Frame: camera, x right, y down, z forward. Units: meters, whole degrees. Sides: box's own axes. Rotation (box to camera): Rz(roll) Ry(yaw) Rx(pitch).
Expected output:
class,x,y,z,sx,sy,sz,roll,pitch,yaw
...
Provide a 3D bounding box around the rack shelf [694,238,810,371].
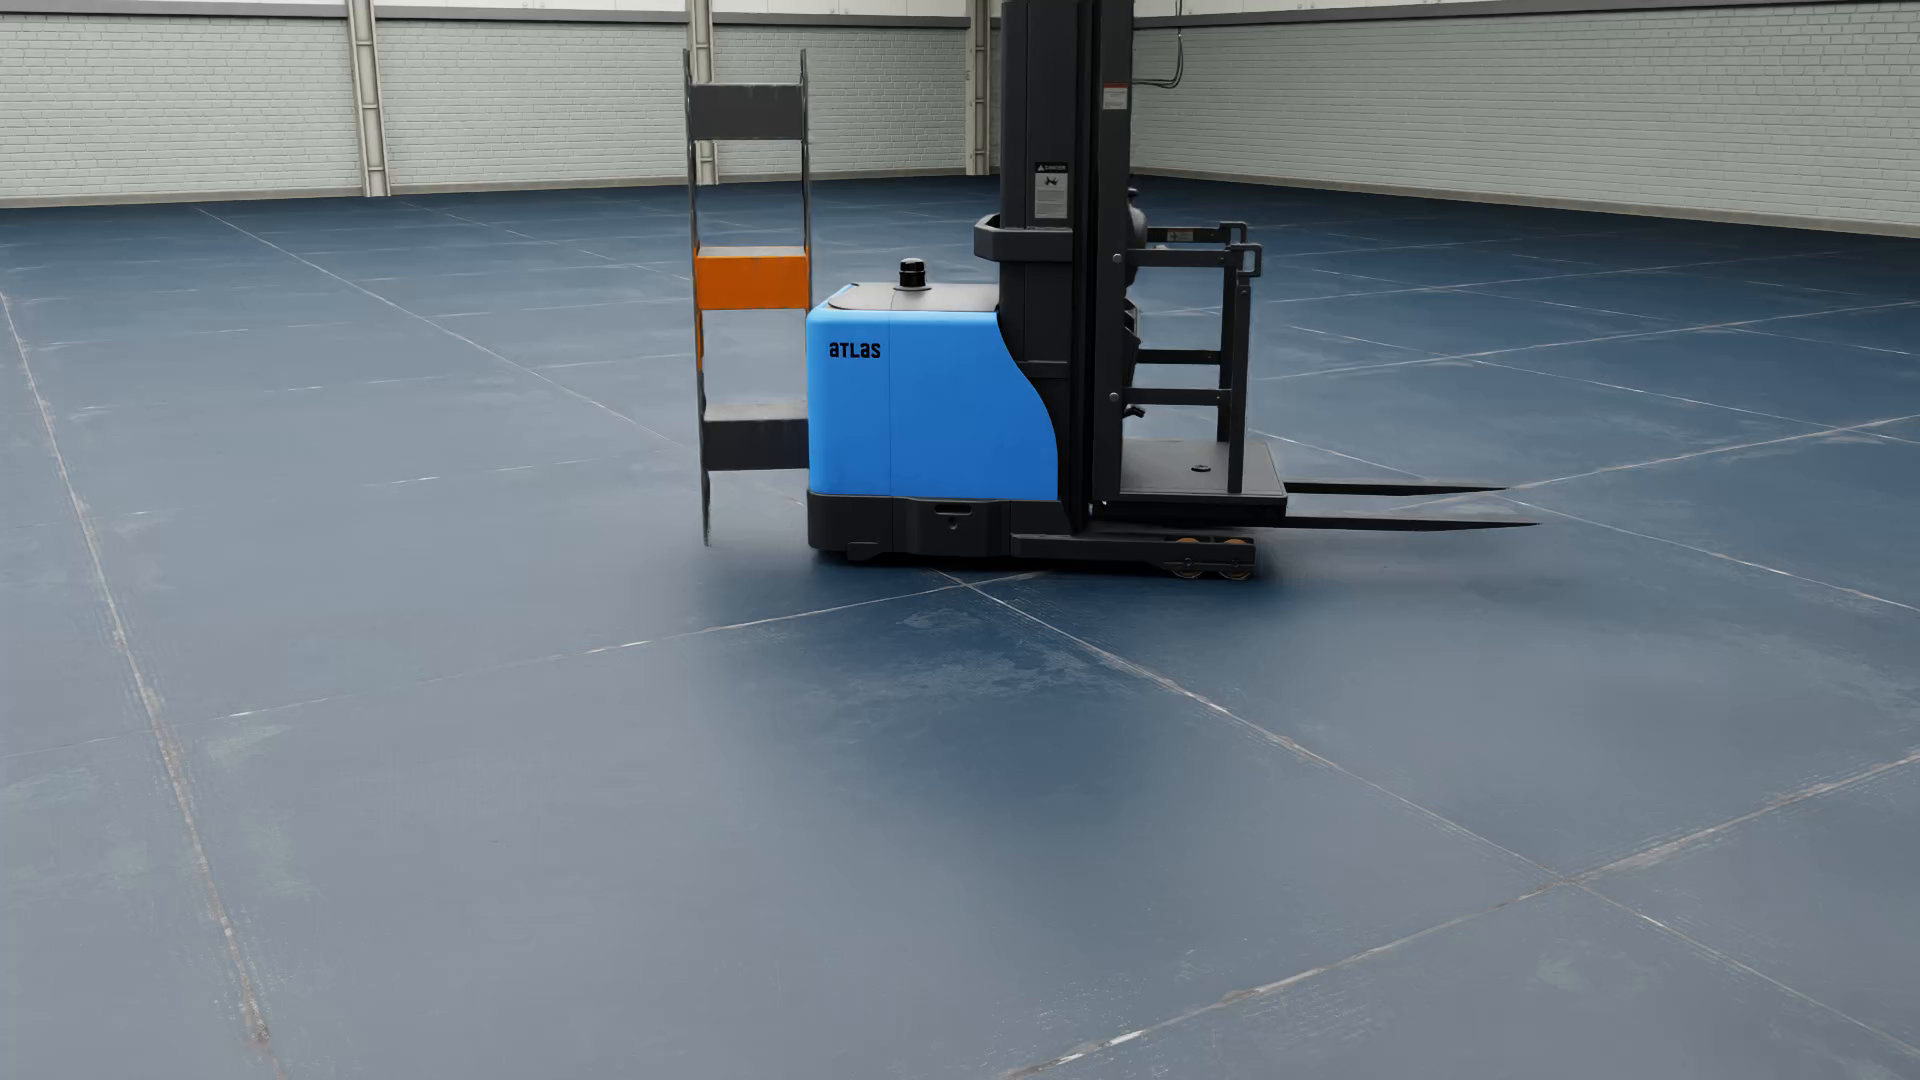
class,x,y,z,sx,sy,sz,roll,pitch,yaw
rack shelf,-0.901,-1.034,7.260,0.480,0.518,0.431,-2,16,-7

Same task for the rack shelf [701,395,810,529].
class,x,y,z,sx,sy,sz,roll,pitch,yaw
rack shelf,-0.901,-0.360,7.449,0.480,0.518,0.431,-2,16,-7

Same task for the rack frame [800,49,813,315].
class,x,y,z,sx,sy,sz,roll,pitch,yaw
rack frame,-0.659,-1.055,7.284,0.015,2.100,0.400,-2,16,-7

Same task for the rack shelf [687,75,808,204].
class,x,y,z,sx,sy,sz,roll,pitch,yaw
rack shelf,-0.901,-1.708,7.071,0.480,0.518,0.431,-2,16,-7

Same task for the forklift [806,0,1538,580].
class,x,y,z,sx,sy,sz,roll,pitch,yaw
forklift,0.905,-1.398,6.967,3.031,2.935,1.130,2,16,6

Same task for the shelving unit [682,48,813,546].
class,x,y,z,sx,sy,sz,roll,pitch,yaw
shelving unit,-0.901,-1.047,7.256,0.503,2.100,0.431,-2,16,-7

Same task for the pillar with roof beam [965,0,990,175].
class,x,y,z,sx,sy,sz,roll,pitch,yaw
pillar with roof beam,2.576,-10.865,29.498,0.400,9.000,9.100,-9,18,-30

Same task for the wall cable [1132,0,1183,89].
class,x,y,z,sx,sy,sz,roll,pitch,yaw
wall cable,3.565,-10.470,33.840,0.112,2.526,3.097,-9,18,-30

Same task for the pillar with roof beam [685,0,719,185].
class,x,y,z,sx,sy,sz,roll,pitch,yaw
pillar with roof beam,-2.567,-10.031,26.523,0.400,9.000,9.100,-9,18,-30

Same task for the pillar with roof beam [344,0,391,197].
class,x,y,z,sx,sy,sz,roll,pitch,yaw
pillar with roof beam,-7.711,-9.197,23.547,0.400,9.000,9.100,-9,18,-30

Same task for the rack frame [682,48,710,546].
class,x,y,z,sx,sy,sz,roll,pitch,yaw
rack frame,-1.144,-1.040,7.228,0.015,2.100,0.400,-2,16,-7
